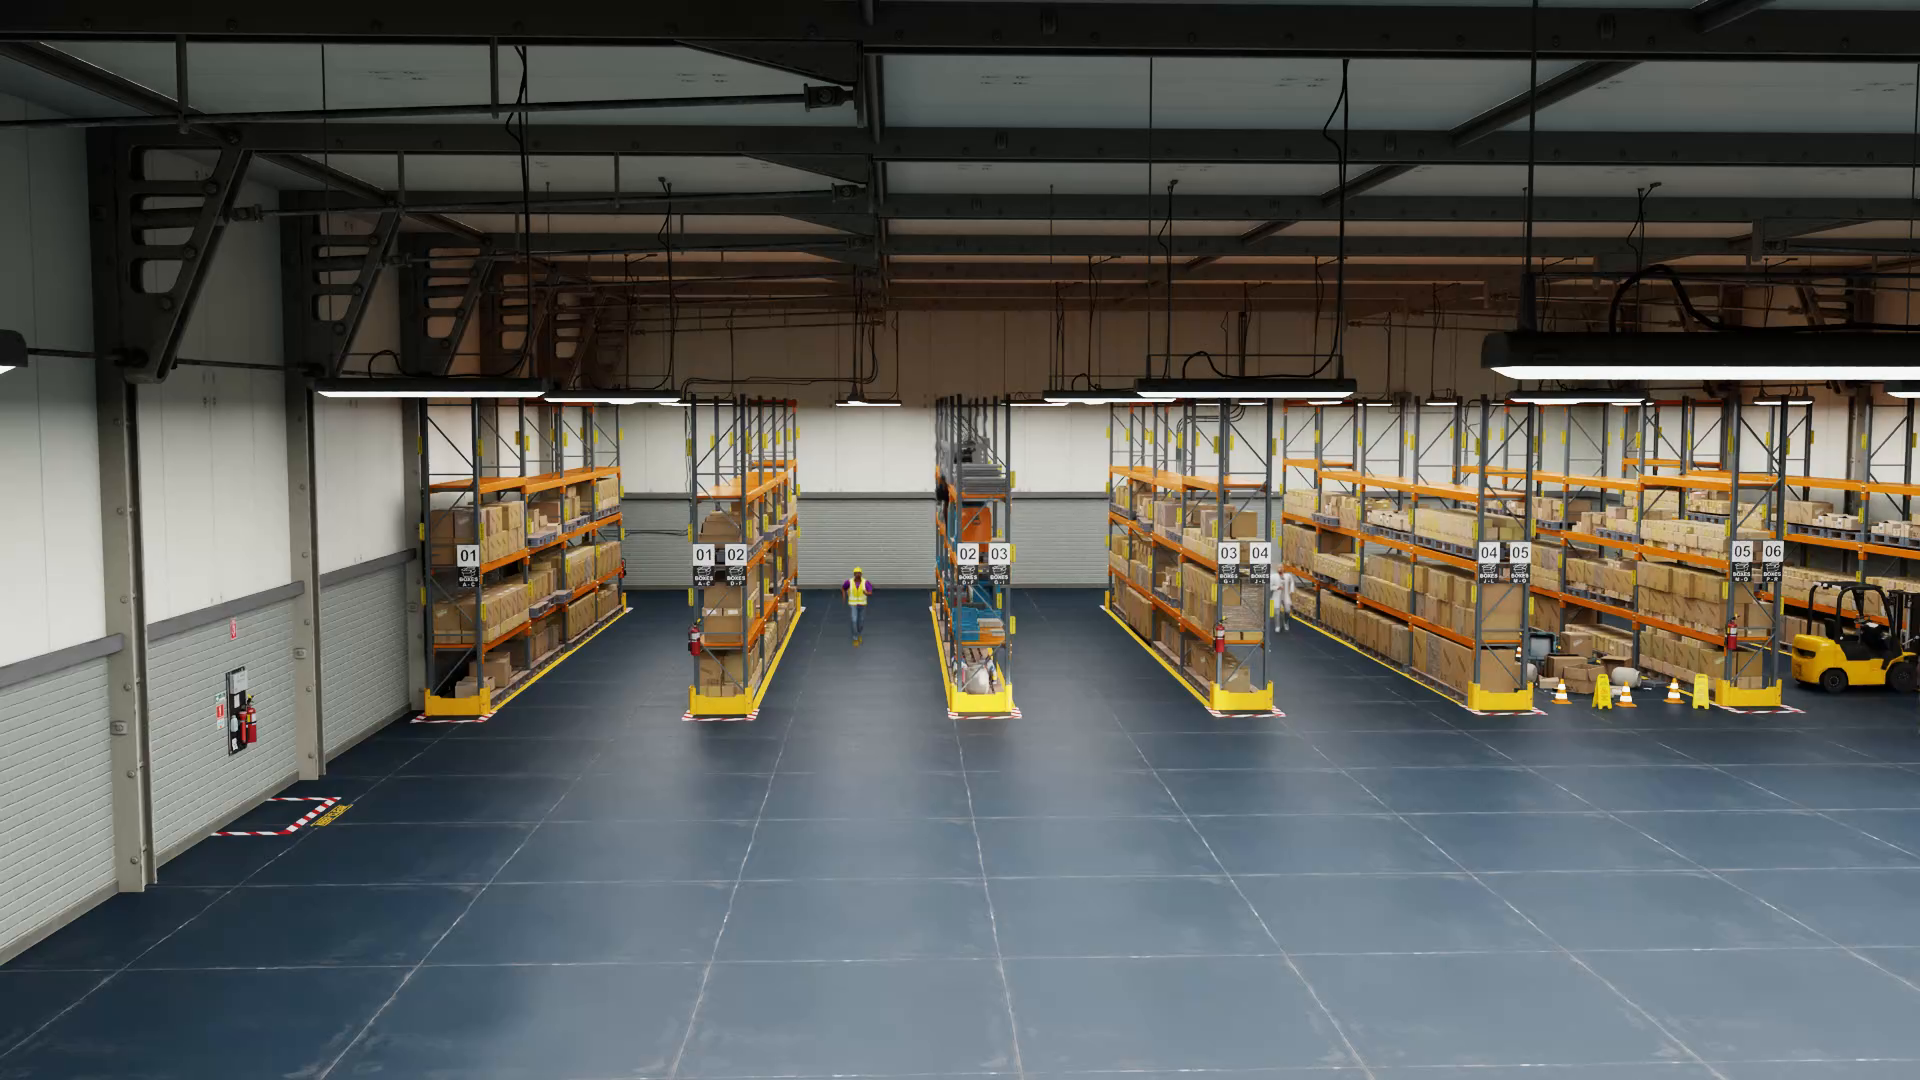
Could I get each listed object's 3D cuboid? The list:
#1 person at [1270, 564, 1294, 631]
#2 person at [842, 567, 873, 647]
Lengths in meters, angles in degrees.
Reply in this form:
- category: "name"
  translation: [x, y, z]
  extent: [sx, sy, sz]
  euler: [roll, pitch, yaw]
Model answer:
- category: "person"
  translation: [8.251, 1.485, 42.624]
  extent: [0.706, 1.746, 0.714]
  euler: [0, 4, 0]
- category: "person"
  translation: [-2.345, 1.513, 38.230]
  extent: [0.693, 1.788, 0.880]
  euler: [-1, 5, -10]
